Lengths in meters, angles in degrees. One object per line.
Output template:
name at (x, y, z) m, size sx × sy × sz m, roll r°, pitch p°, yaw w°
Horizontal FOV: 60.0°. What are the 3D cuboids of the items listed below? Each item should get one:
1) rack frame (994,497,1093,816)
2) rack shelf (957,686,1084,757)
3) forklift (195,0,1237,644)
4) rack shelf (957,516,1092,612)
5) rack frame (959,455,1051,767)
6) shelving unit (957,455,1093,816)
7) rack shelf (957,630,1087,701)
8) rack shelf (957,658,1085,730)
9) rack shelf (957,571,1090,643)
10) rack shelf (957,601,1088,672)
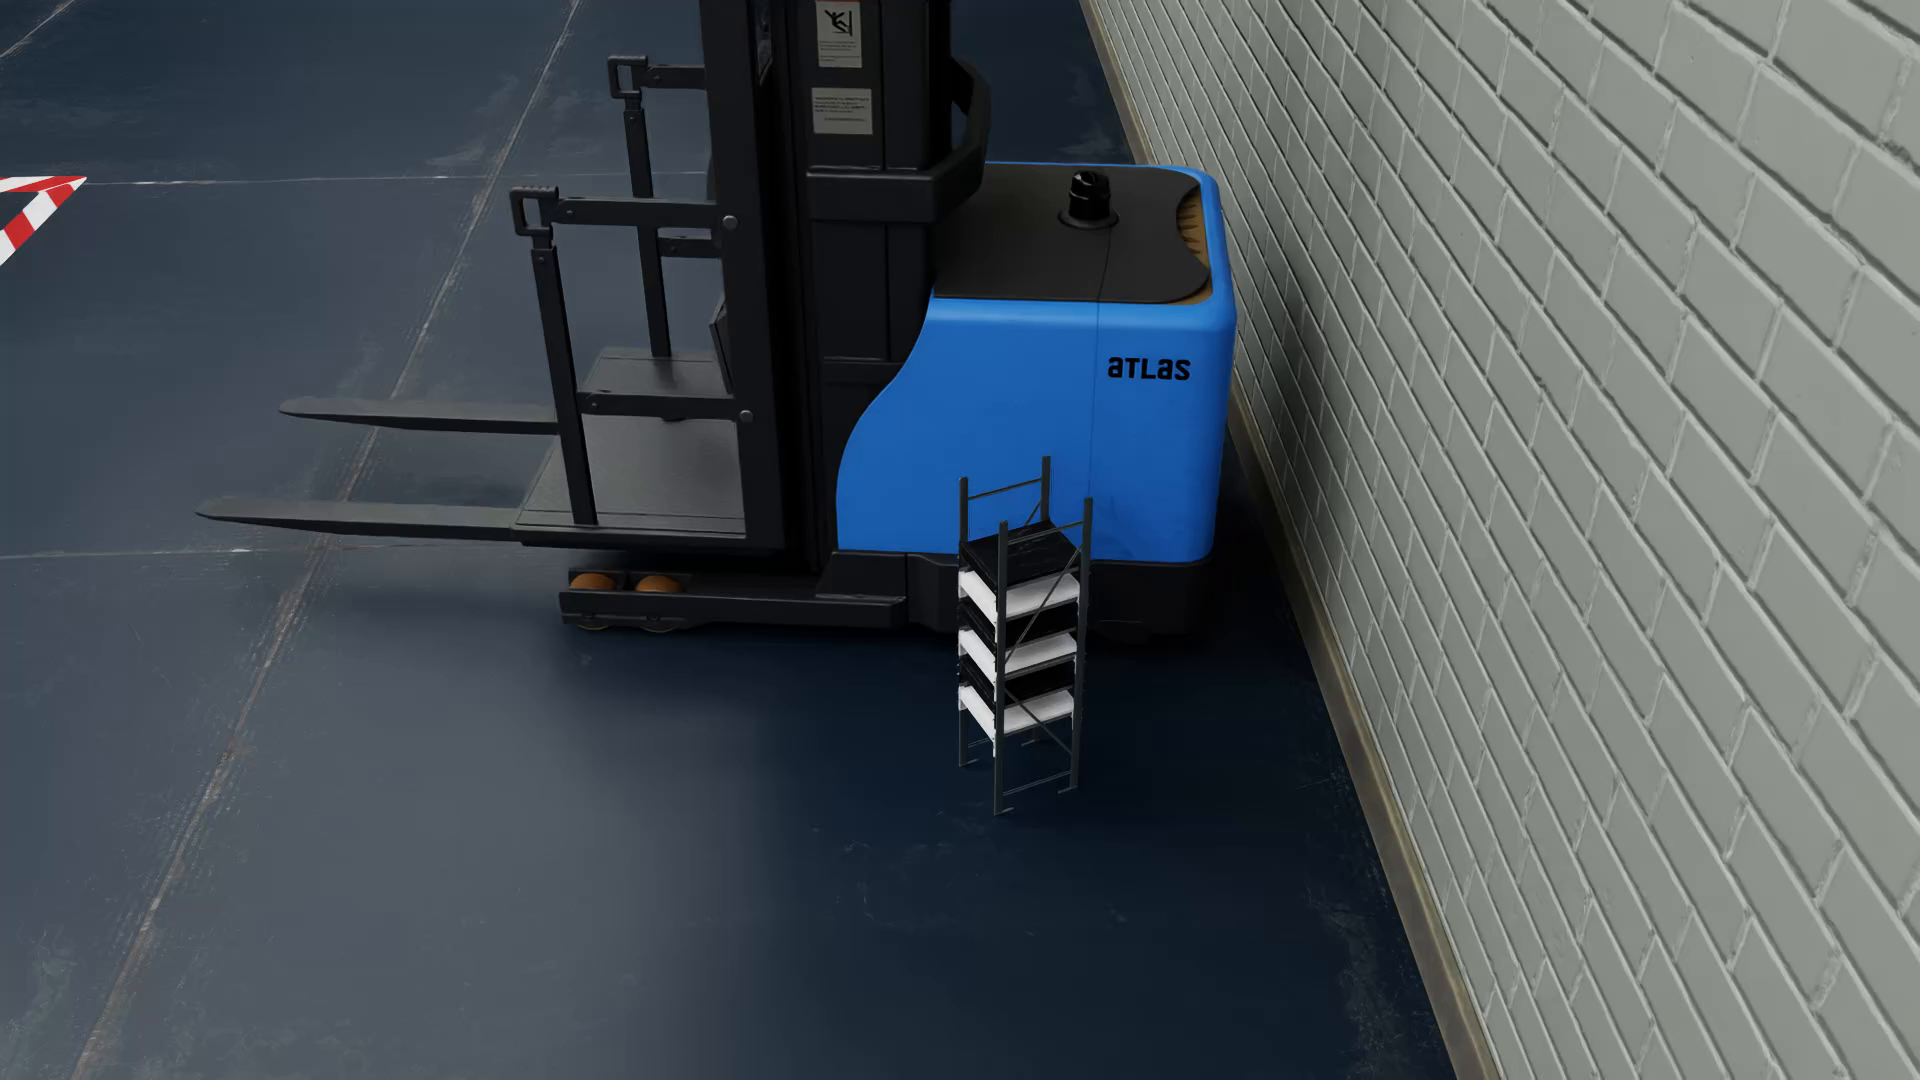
rack frame at (0.196, 0.302, 4.023) m, size 0.240 × 0.900 × 0.006 m, roll -15°, pitch 38°, yaw -21°
rack shelf at (0.152, 0.425, 4.220) m, size 0.258 × 0.077 × 0.200 m, roll -15°, pitch 38°, yaw -21°
forklift at (-0.758, -1.231, 4.454) m, size 3.031 × 2.935 × 1.130 m, roll 2°, pitch 35°, yaw 3°
rack shelf at (0.152, 0.055, 3.964) m, size 0.258 × 0.077 × 0.200 m, roll -15°, pitch 38°, yaw -21°
rack frame at (0.107, 0.198, 4.173) m, size 0.240 × 0.900 × 0.006 m, roll -15°, pitch 38°, yaw -21°
shelving unit at (0.152, 0.250, 4.098) m, size 0.258 × 0.900 × 0.210 m, roll -15°, pitch 38°, yaw -21°
rack shelf at (0.152, 0.277, 4.117) m, size 0.258 × 0.077 × 0.200 m, roll -15°, pitch 38°, yaw -21°
rack shelf at (0.152, 0.351, 4.168) m, size 0.258 × 0.077 × 0.200 m, roll -15°, pitch 38°, yaw -21°
rack shelf at (0.152, 0.129, 4.015) m, size 0.258 × 0.077 × 0.200 m, roll -15°, pitch 38°, yaw -21°
rack shelf at (0.152, 0.203, 4.066) m, size 0.258 × 0.077 × 0.200 m, roll -15°, pitch 38°, yaw -21°
